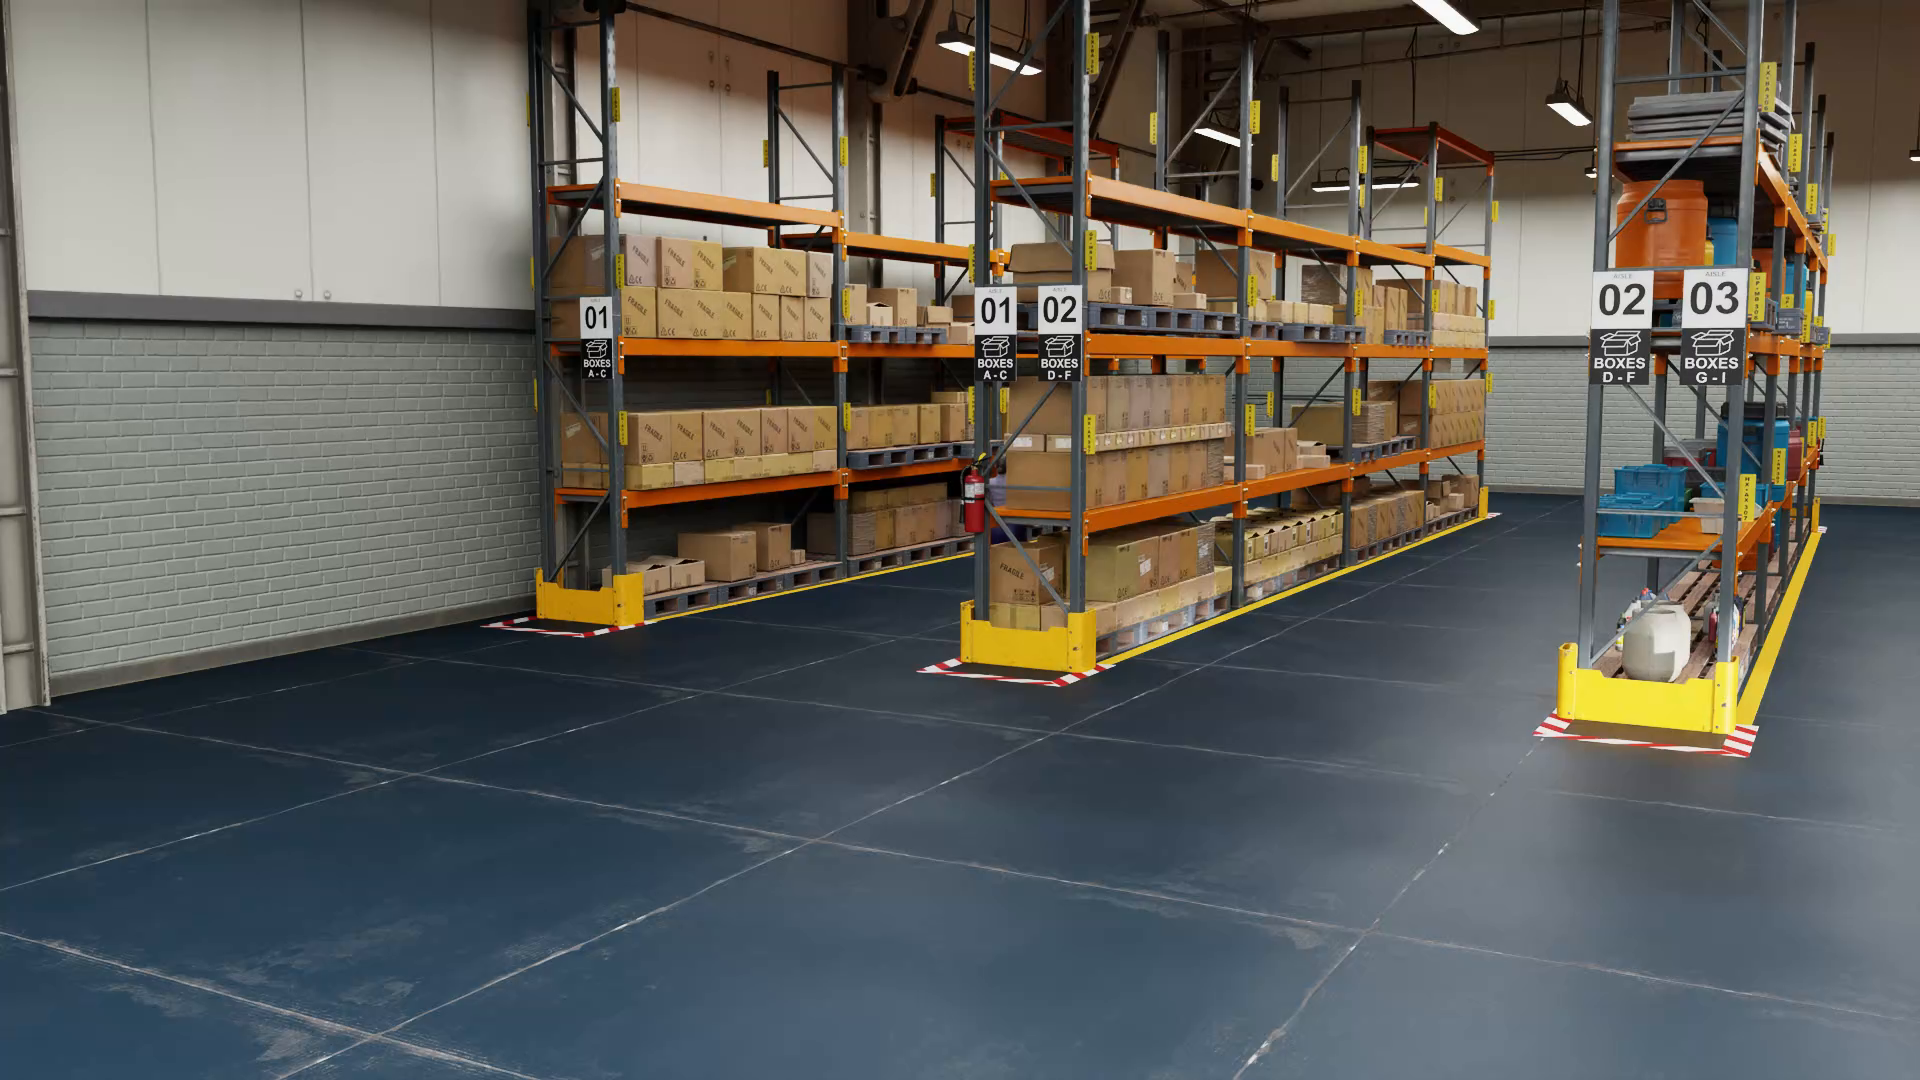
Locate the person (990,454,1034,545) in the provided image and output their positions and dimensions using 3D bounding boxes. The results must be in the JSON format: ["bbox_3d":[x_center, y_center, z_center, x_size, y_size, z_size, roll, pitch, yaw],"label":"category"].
[{"bbox_3d":[0.529,-0.083,17.277,0.452,1.635,0.525,4,7,30],"label":"person"}]
